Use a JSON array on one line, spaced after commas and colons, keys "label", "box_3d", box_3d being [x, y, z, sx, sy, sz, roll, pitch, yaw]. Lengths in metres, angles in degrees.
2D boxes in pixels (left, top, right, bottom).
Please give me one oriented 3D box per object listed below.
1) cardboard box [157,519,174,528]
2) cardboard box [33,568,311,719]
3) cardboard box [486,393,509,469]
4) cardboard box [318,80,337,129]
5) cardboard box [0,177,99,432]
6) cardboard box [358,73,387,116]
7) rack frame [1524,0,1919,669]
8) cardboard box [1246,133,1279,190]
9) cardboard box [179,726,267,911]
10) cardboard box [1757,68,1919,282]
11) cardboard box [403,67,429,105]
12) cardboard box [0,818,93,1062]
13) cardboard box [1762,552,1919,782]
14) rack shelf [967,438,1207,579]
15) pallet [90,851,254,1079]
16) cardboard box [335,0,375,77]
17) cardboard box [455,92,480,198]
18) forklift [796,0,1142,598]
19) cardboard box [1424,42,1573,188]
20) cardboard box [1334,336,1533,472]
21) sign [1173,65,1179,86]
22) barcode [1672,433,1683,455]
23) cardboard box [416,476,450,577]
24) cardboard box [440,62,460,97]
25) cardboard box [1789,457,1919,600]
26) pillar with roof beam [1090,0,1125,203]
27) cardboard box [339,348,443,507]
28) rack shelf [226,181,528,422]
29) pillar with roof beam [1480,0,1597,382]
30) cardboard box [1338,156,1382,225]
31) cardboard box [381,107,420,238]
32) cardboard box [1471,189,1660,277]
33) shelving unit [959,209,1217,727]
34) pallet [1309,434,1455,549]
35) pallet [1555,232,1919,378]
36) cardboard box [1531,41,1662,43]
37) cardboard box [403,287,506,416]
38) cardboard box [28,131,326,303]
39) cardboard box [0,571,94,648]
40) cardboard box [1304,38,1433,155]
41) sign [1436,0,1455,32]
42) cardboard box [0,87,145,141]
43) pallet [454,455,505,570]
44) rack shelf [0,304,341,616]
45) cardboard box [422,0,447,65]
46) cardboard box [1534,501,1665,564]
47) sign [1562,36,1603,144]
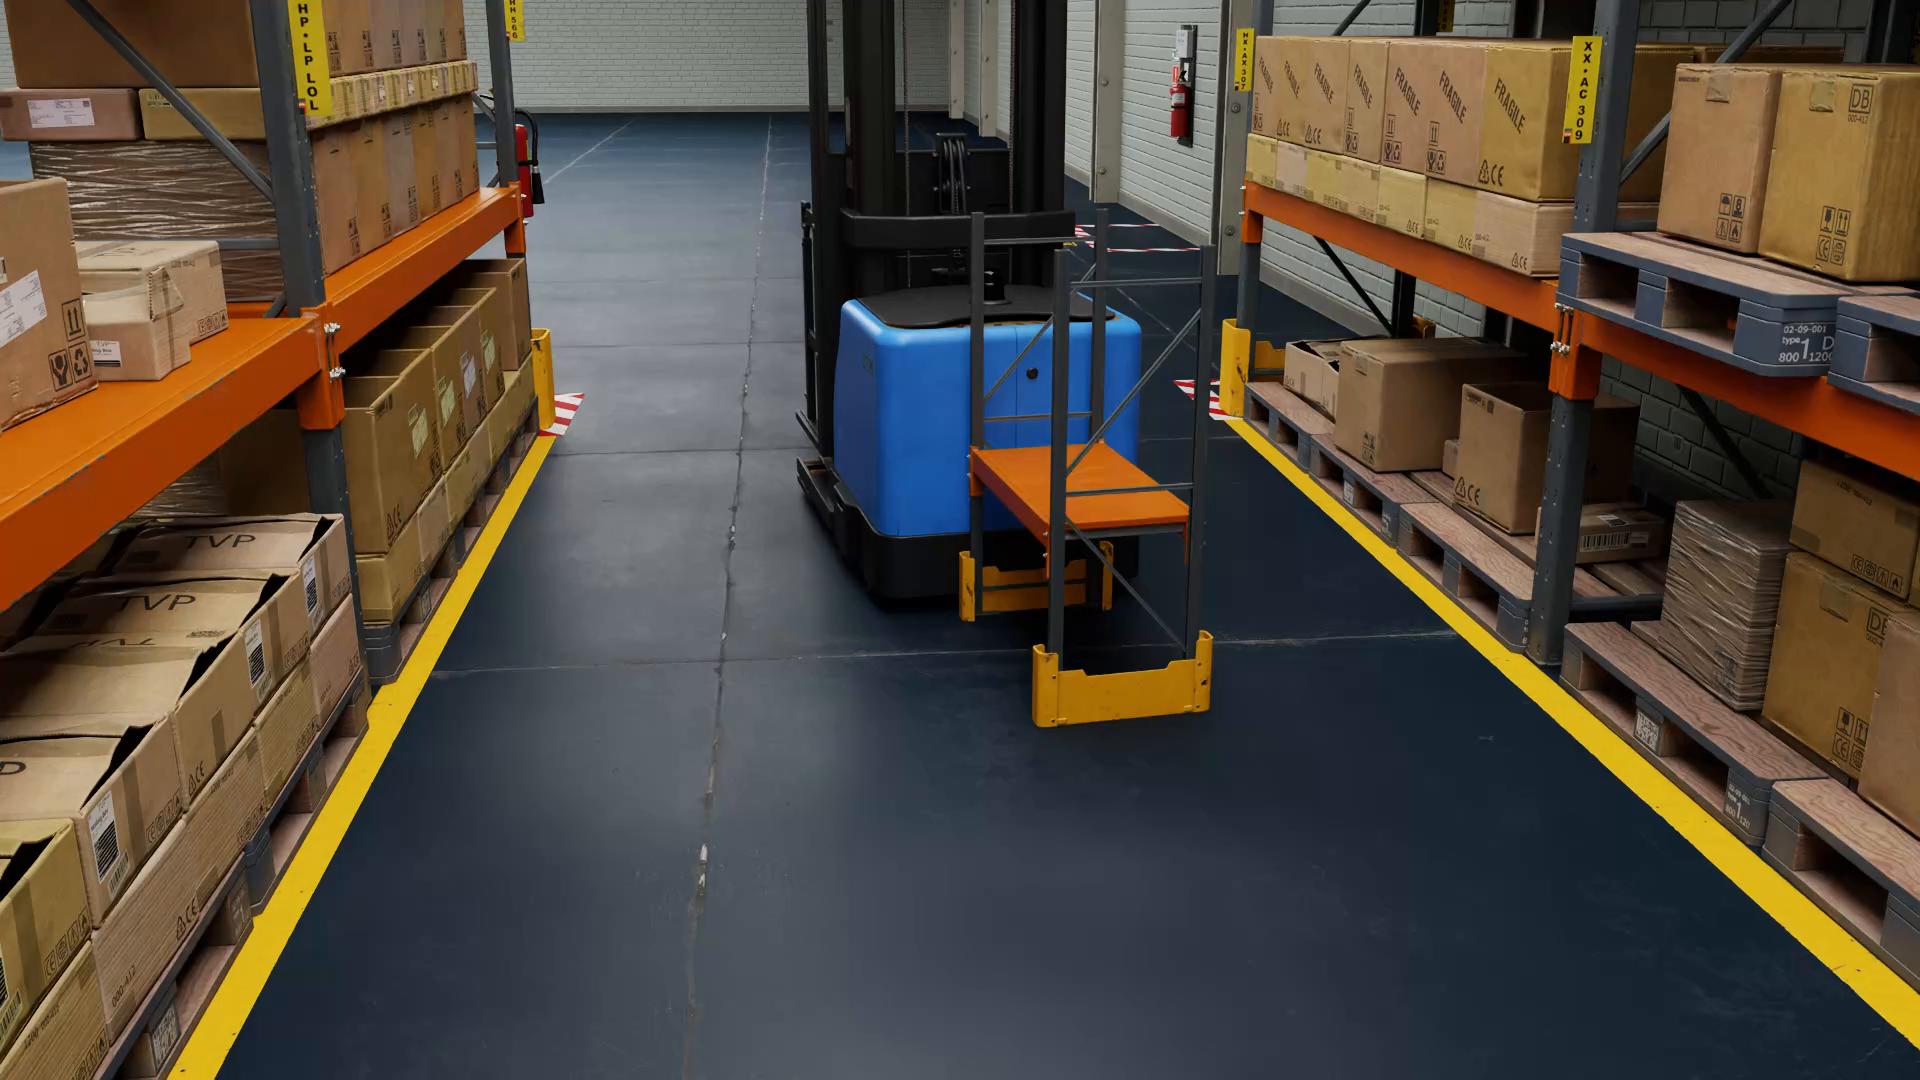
[{"label": "cardboard box", "box_3d": [-2.693, 0.114, 5.695, 0.500, 0.250, 0.500, -2, 18, -6]}, {"label": "cardboard box", "box_3d": [-2.041, 0.245, 4.343, 0.500, 0.311, 0.500, -1, 17, -4]}, {"label": "cardboard box", "box_3d": [-2.375, -0.498, 7.645, 0.500, 0.250, 0.500, -2, 18, -6]}, {"label": "cardboard box", "box_3d": [-2.318, -1.461, 5.572, 0.380, 0.149, 0.250, -2, 18, -7]}, {"label": "cardboard box", "box_3d": [-2.311, -0.527, 3.682, 0.500, 0.500, 0.500, -1, 17, -2]}, {"label": "cardboard box", "box_3d": [-2.400, -1.693, 6.312, 0.380, 0.149, 0.250, -2, 18, -7]}, {"label": "rack frame", "box_3d": [2.499, -1.020, 5.418, 1.000, 3.000, 0.127, -2, 18, -6]}, {"label": "cardboard box", "box_3d": [1.821, -1.995, 8.739, 0.500, 0.250, 0.500, -2, 18, -7]}, {"label": "cardboard box", "box_3d": [-1.993, 0.663, 3.945, 0.500, 0.250, 0.500, -1, 17, -4]}, {"label": "cardboard box", "box_3d": [2.568, -0.958, 4.320, 0.700, 0.500, 0.500, 0, 17, 0]}, {"label": "cardboard box", "box_3d": [-2.477, -1.921, 7.039, 0.380, 0.149, 0.250, -1, 17, -4]}, {"label": "cardboard box", "box_3d": [-1.890, 0.696, 2.904, 0.500, 0.311, 0.500, -2, 18, -7]}, {"label": "cardboard box", "box_3d": [2.694, 0.334, 4.544, 0.700, 0.500, 0.500, -2, 18, -7]}, {"label": "rack shelf", "box_3d": [0.403, -0.128, 5.680, 0.538, 0.185, 1.000, -4, 18, -13]}, {"label": "pallet", "box_3d": [-2.184, 1.047, 3.489, 1.003, 0.211, 1.213, -2, 18, -6]}, {"label": "cardboard box", "box_3d": [-2.585, -1.964, 6.093, 0.700, 0.500, 0.500, -2, 18, -6]}, {"label": "cardboard box", "box_3d": [-2.805, -1.966, 8.264, 0.700, 0.500, 0.500, -2, 18, -6]}, {"label": "forklift", "box_3d": [-0.150, -1.581, 7.321, 1.130, 2.935, 3.031, -4, 18, -13]}, {"label": "cardboard box", "box_3d": [2.085, -1.596, 6.217, 0.500, 0.500, 0.500, -2, 18, -6]}, {"label": "cardboard box", "box_3d": [2.153, -0.630, 7.615, 0.700, 0.500, 0.500, -3, 18, -9]}, {"label": "sign", "box_3d": [2.229, -4.740, 17.207, 0.001, 0.329, 0.234, -2, 18, -6]}, {"label": "barcode", "box_3d": [2.682, -0.358, 6.215, 0.001, 0.075, 0.075, -2, 18, -6]}, {"label": "cardboard box", "box_3d": [-2.221, -0.051, 6.221, 0.500, 0.250, 0.500, -2, 18, -6]}, {"label": "cardboard box", "box_3d": [-2.557, -2.153, 7.776, 0.380, 0.149, 0.250, -2, 18, -6]}, {"label": "cardboard box", "box_3d": [2.640, -0.045, 4.500, 0.500, 0.250, 0.500, -2, 18, -7]}, {"label": "pillar with roof beam", "box_3d": [-2.501, -8.334, 18.701, 9.100, 9.000, 0.400, -2, 18, -6]}, {"label": "cardboard box", "box_3d": [-2.224, -0.409, 6.108, 0.500, 0.500, 0.500, -2, 18, -6]}, {"label": "rack shelf", "box_3d": [-2.634, -1.118, 6.933, 1.077, 0.370, 4.000, -2, 18, -6]}, {"label": "pillar with roof beam", "box_3d": [-1.263, -4.759, 7.313, 9.100, 9.000, 0.400, -2, 18, -6]}, {"label": "cardboard box", "box_3d": [1.985, -1.538, 7.284, 0.500, 0.250, 0.500, -2, 18, -5]}, {"label": "cardboard box", "box_3d": [-2.643, -1.505, 6.795, 0.700, 0.500, 0.500, -1, 17, -4]}, {"label": "cardboard box", "box_3d": [2.148, -1.090, 5.857, 0.500, 0.250, 0.500, -2, 18, -6]}, {"label": "shelving unit", "box_3d": [0.405, -0.297, 5.618, 0.587, 1.500, 1.083, -4, 18, -13]}, {"label": "pallet", "box_3d": [2.265, -0.253, 7.630, 1.003, 0.211, 1.213, -2, 18, -6]}, {"label": "pallet", "box_3d": [2.433, -0.696, 4.707, 1.003, 0.211, 1.213, -2, 18, -6]}, {"label": "cardboard box", "box_3d": [2.562, -1.765, 6.757, 0.500, 0.500, 0.500, -1, 17, -4]}, {"label": "cardboard box", "box_3d": [-2.372, -0.856, 7.533, 0.500, 0.500, 0.500, -2, 18, -6]}, {"label": "cardboard box", "box_3d": [-2.480, -1.046, 5.333, 0.700, 0.500, 0.500, -2, 18, -7]}, {"label": "cardboard box", "box_3d": [-2.587, 0.258, 4.300, 0.500, 0.311, 0.500, -2, 18, -6]}, {"label": "cardboard box", "box_3d": [1.925, -2.054, 7.678, 0.500, 0.500, 0.500, -2, 18, -7]}, {"label": "sign", "box_3d": [2.640, -2.926, 9.029, 0.100, 0.325, 0.005, -2, 18, -6]}, {"label": "cardboard box", "box_3d": [-2.669, -1.297, 5.052, 0.380, 0.149, 0.250, -2, 18, -6]}, {"label": "pallet", "box_3d": [-2.598, -0.138, 7.264, 1.003, 0.211, 1.213, -2, 18, -6]}, {"label": "rack shelf", "box_3d": [-2.222, 0.073, 3.137, 1.077, 0.370, 4.000, -2, 18, -6]}, {"label": "cardboard box", "box_3d": [-2.740, -2.412, 7.521, 0.700, 0.500, 0.500, -2, 18, -7]}, {"label": "cardboard box", "box_3d": [2.414, -0.037, 6.281, 0.380, 0.166, 0.250, -4, 18, -13]}, {"label": "sign", "box_3d": [1.960, -1.414, 5.228, 0.100, 0.325, 0.005, -2, 18, -6]}]
